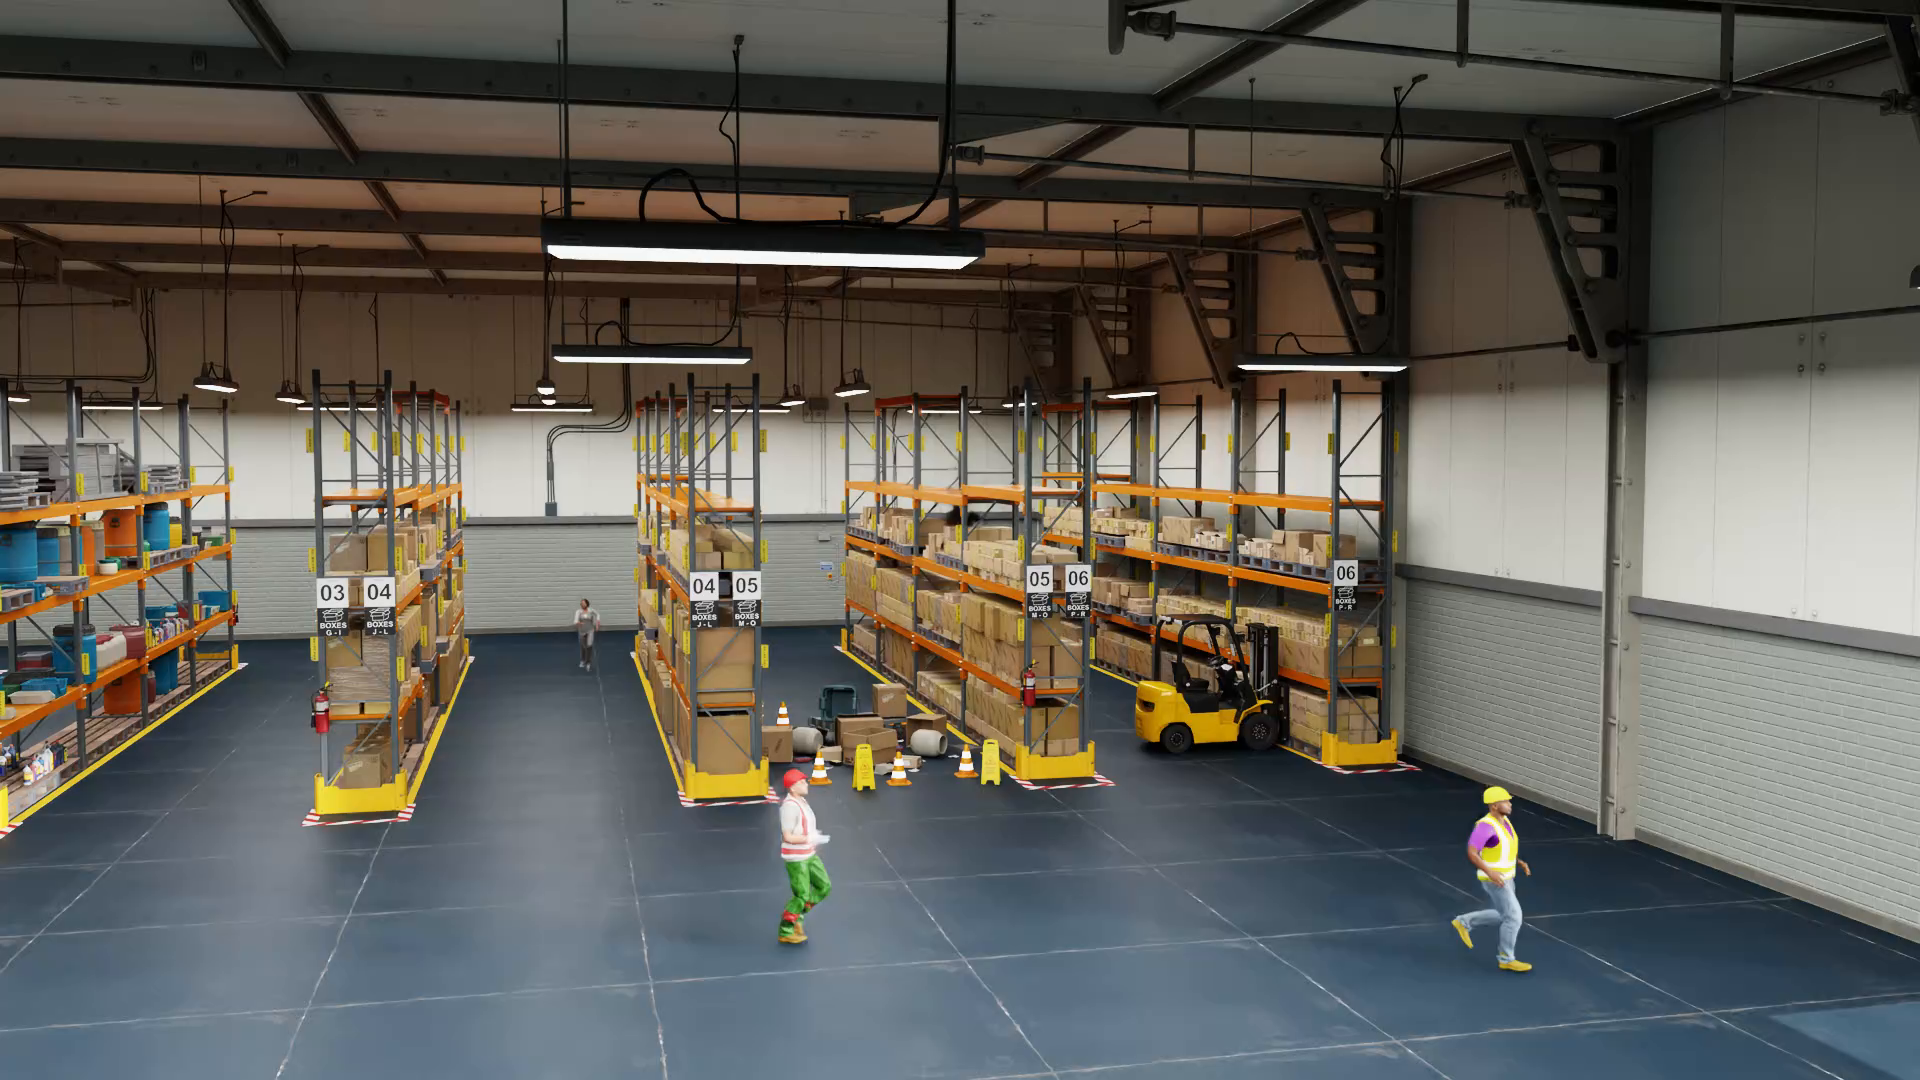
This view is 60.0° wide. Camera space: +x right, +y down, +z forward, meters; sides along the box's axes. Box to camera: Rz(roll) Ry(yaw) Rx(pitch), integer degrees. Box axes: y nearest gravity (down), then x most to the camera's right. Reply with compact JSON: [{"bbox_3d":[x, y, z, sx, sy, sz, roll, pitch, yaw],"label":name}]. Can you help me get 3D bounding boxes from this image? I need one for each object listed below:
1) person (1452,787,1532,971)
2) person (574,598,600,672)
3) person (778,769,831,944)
[{"bbox_3d":[5.086,3.214,15.908,0.795,1.733,0.739,2,4,35],"label":"person"},{"bbox_3d":[-8.230,2.088,36.674,0.549,1.620,0.828,-1,3,-9],"label":"person"},{"bbox_3d":[-1.533,3.153,16.581,0.594,1.750,0.640,1,3,13],"label":"person"}]
